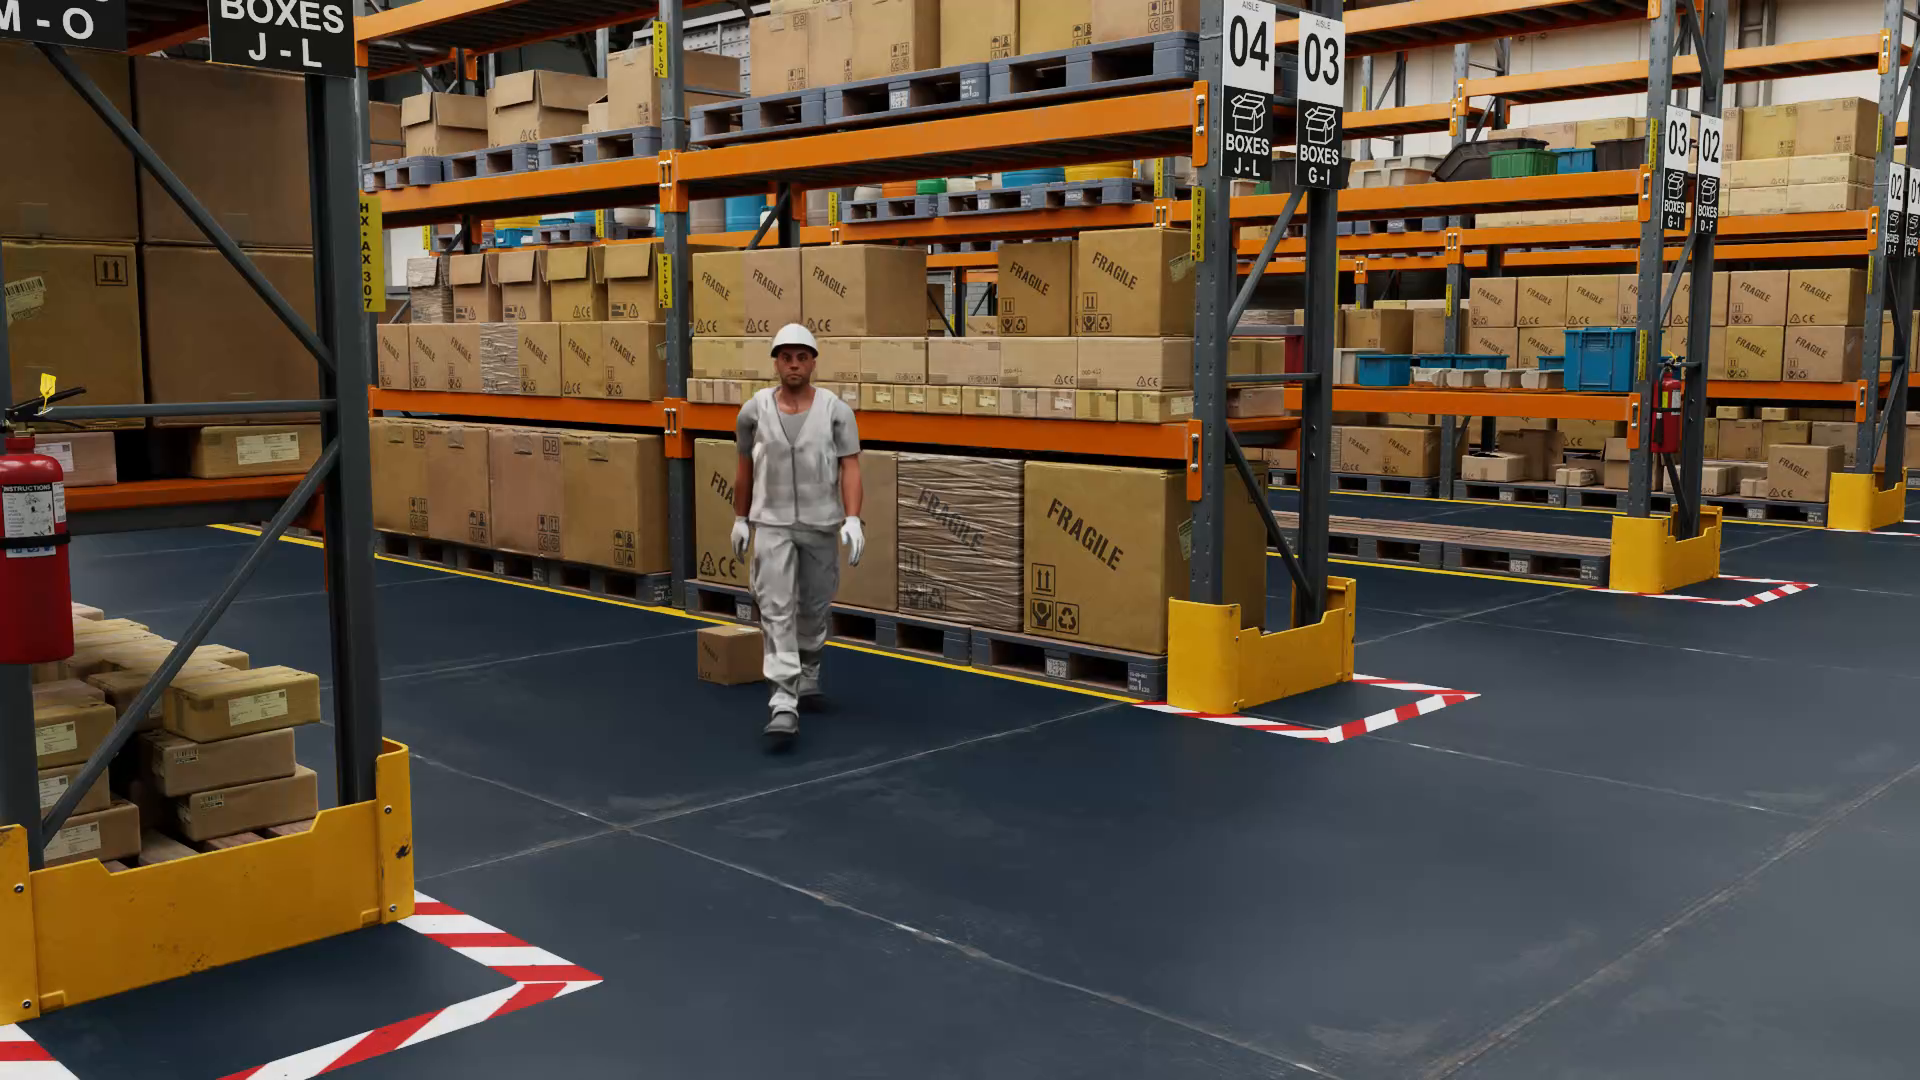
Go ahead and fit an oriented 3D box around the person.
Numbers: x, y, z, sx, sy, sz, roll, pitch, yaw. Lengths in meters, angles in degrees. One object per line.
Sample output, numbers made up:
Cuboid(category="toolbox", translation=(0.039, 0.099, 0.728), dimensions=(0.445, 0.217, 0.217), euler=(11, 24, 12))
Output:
Cuboid(category="person", translation=(-0.706, -0.060, 7.196), dimensions=(0.568, 1.741, 1.066), euler=(-1, 7, -8))
